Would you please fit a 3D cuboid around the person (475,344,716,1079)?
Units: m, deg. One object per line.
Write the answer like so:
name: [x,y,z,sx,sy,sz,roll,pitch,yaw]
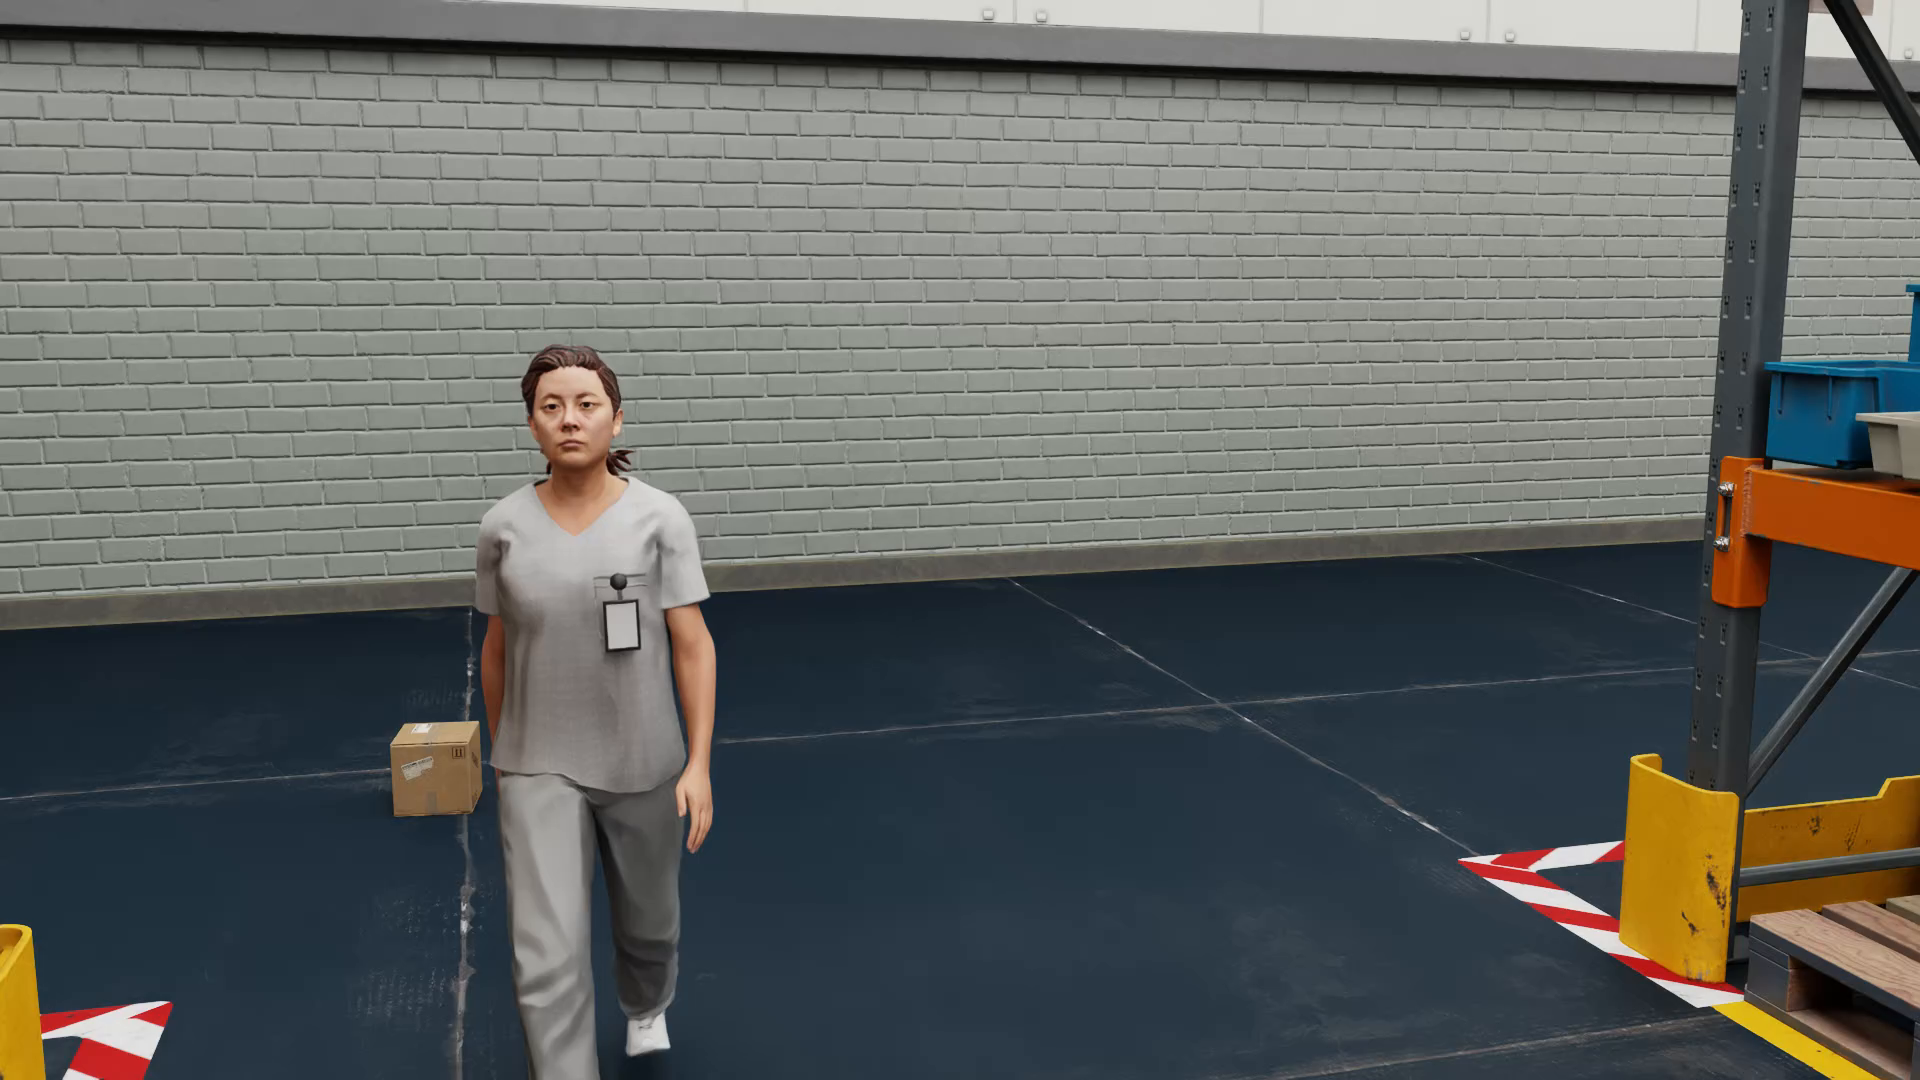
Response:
person: [-0.702,0.433,3.243,0.455,1.621,1.004,-1,9,-9]
